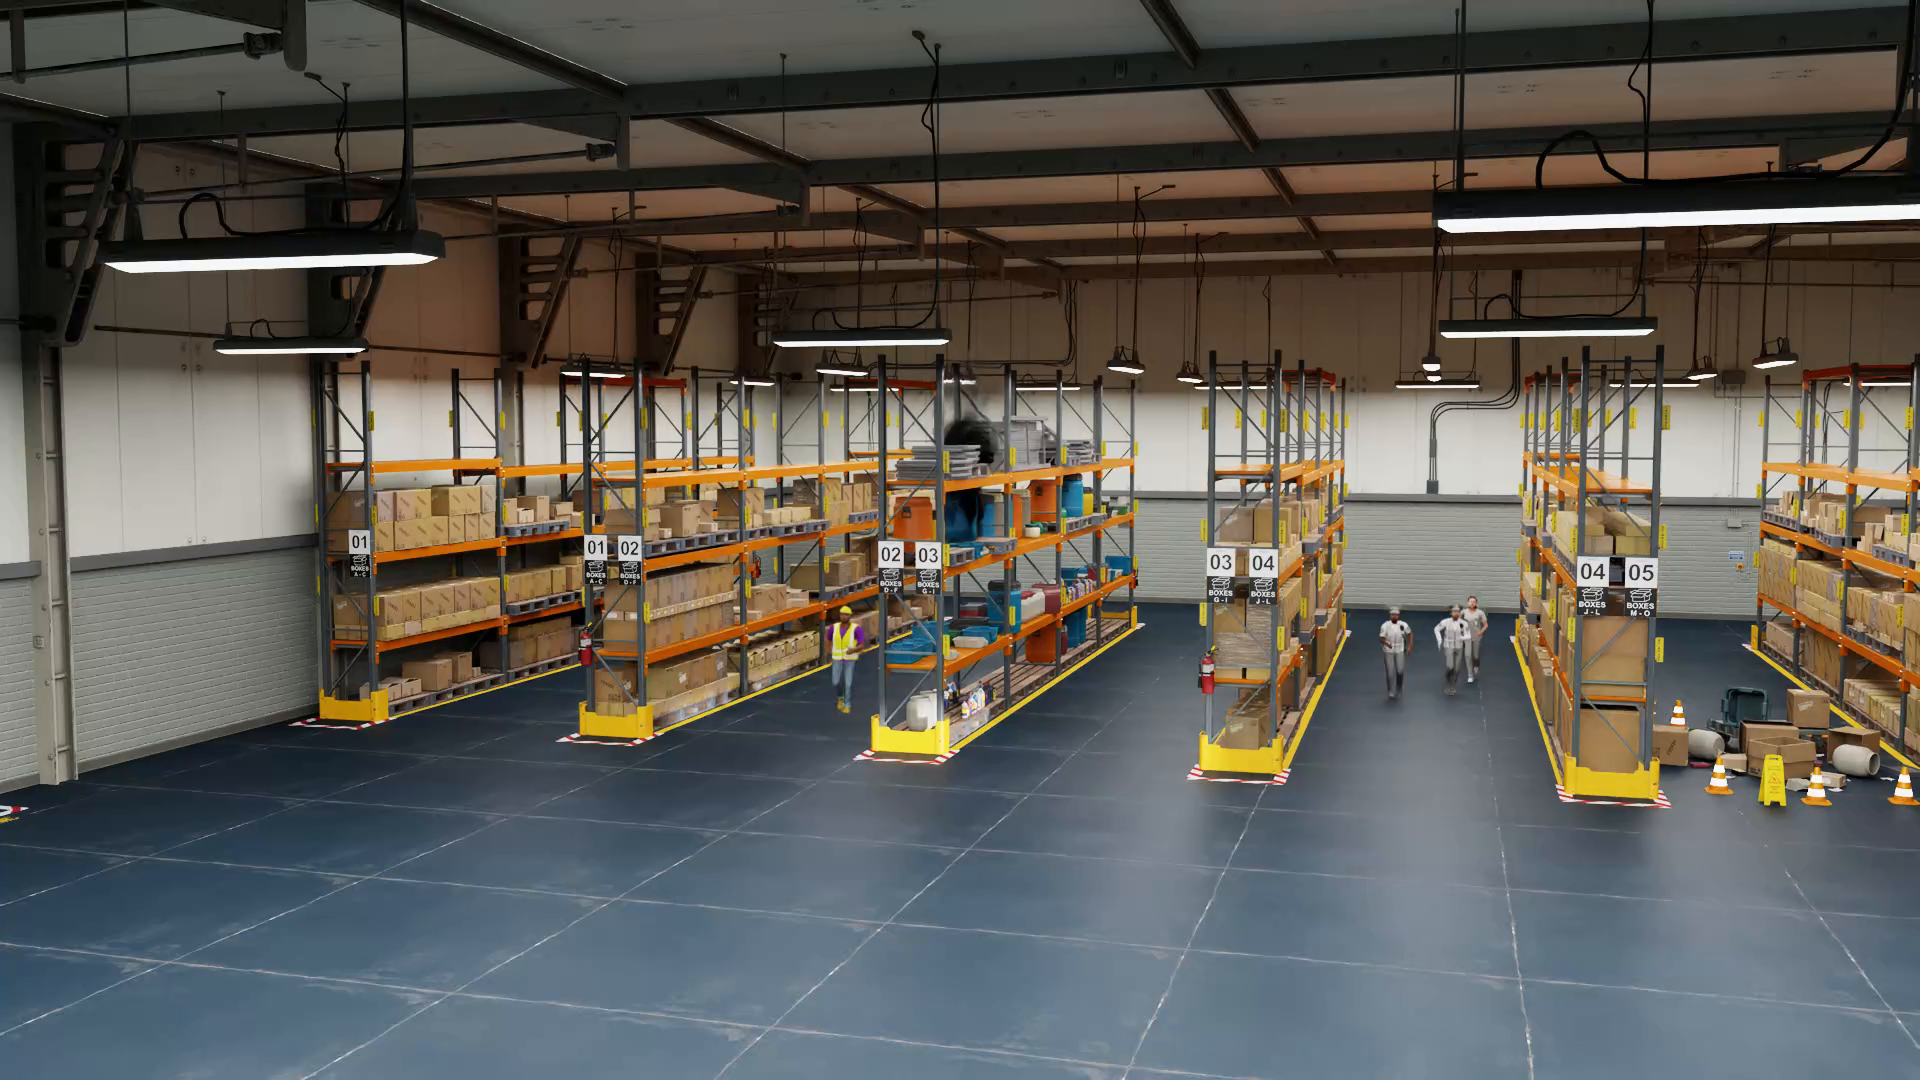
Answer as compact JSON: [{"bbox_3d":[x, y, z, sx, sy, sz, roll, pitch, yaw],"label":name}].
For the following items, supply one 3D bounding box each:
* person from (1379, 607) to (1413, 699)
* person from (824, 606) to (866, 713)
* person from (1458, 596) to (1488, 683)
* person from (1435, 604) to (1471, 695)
[{"bbox_3d":[7.834,2.033,29.892,0.607,1.687,0.641,1,4,11],"label":"person"},{"bbox_3d":[-1.867,1.936,26.719,0.691,1.740,0.586,1,4,8],"label":"person"},{"bbox_3d":[9.858,1.888,32.021,0.581,1.644,0.813,2,4,21],"label":"person"},{"bbox_3d":[8.996,1.992,30.289,0.598,1.665,0.611,0,4,5],"label":"person"}]
